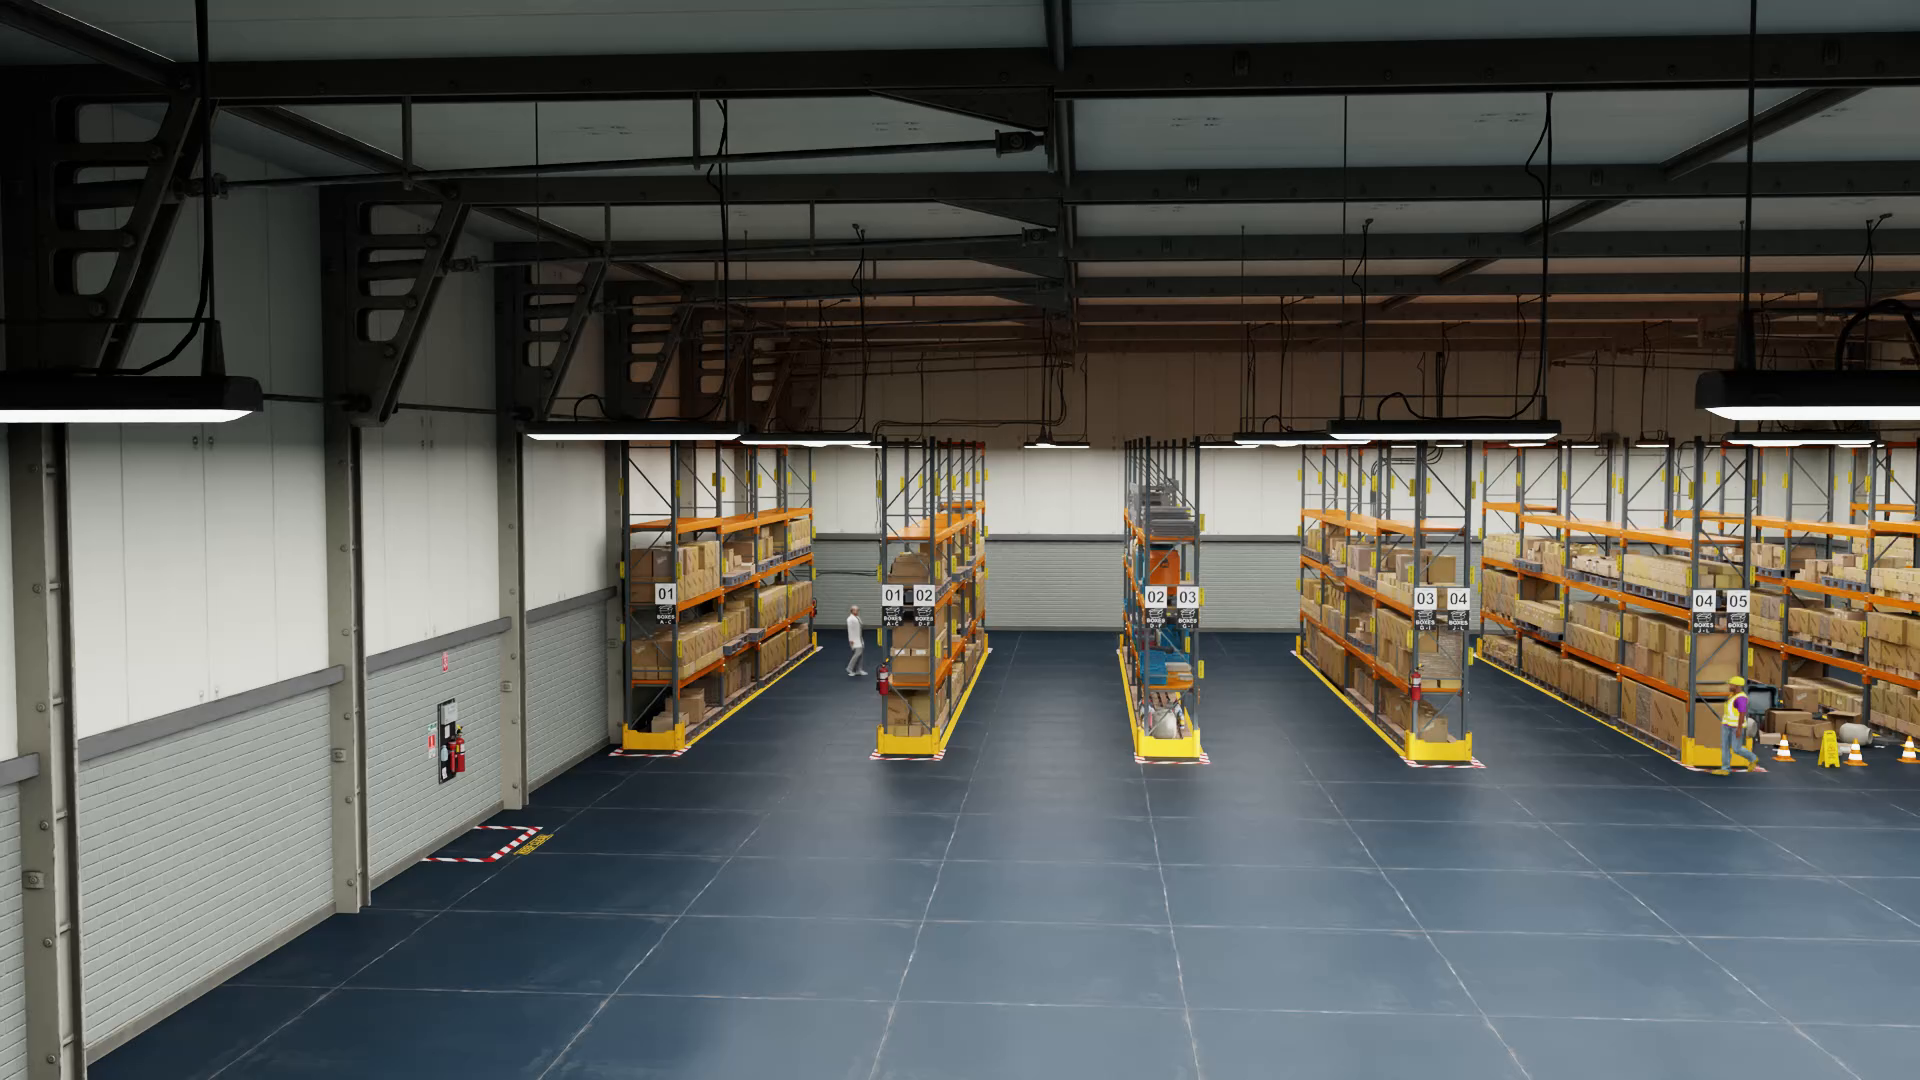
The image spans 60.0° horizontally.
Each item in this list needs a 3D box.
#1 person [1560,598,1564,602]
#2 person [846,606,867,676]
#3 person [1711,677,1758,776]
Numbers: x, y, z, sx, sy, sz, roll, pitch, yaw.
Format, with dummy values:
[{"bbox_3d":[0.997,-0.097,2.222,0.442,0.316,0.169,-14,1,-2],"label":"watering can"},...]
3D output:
[{"bbox_3d":[16.656,2.430,45.961,0.565,1.712,0.652,-1,3,-12],"label":"person"},{"bbox_3d":[-2.622,2.591,42.593,0.487,1.826,0.617,1,3,19],"label":"person"},{"bbox_3d":[13.676,3.278,29.250,0.747,1.756,0.536,-1,3,-20],"label":"person"}]
